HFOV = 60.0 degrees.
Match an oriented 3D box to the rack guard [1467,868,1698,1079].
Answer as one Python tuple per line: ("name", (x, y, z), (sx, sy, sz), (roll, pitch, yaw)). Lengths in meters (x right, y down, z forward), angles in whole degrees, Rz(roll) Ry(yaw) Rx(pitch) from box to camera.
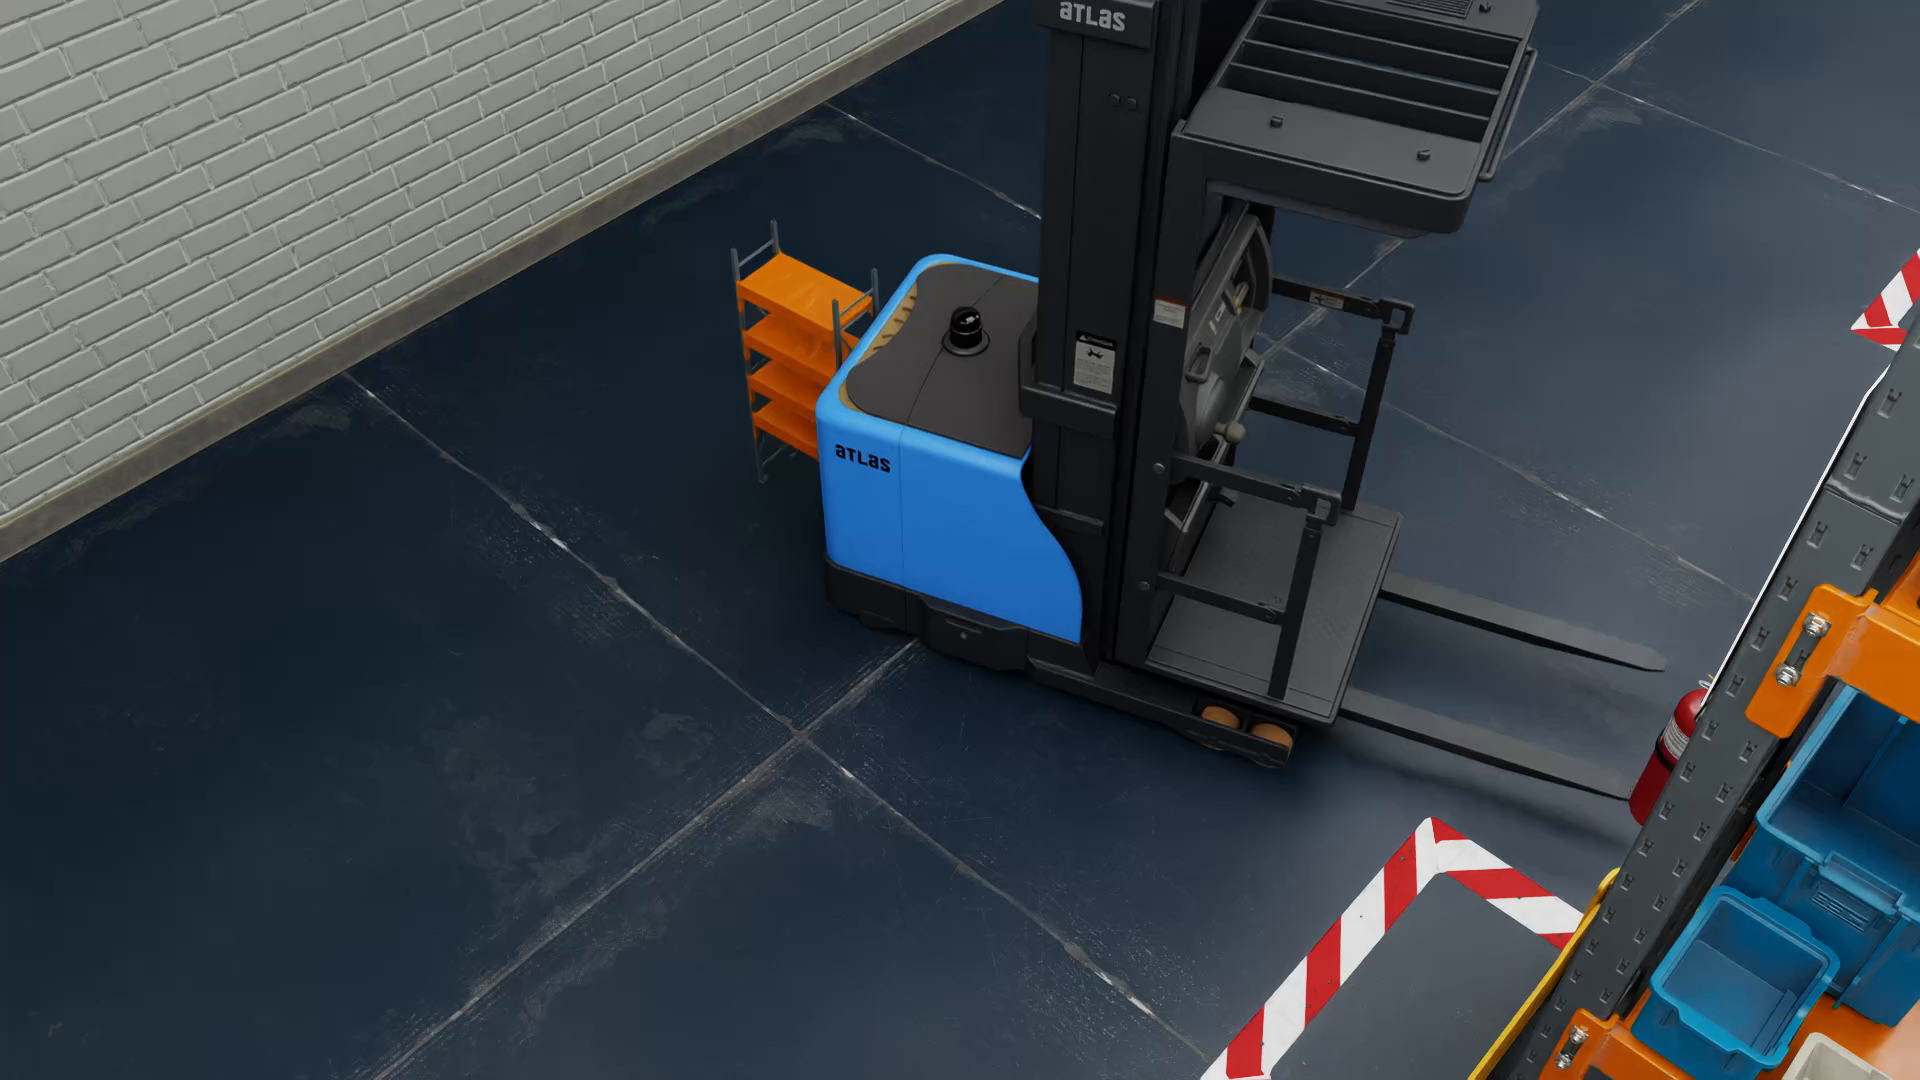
("rack guard", (1.767, 1.557, 4.945), (0.348, 0.500, 1.175), (34, 55, 28))

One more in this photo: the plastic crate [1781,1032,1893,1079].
("plastic crate", (1.932, 1.277, 3.633), (0.298, 0.136, 0.250), (34, 55, 28))

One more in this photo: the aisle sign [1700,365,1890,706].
("aisle sign", (1.540, -0.060, 2.966), (0.004, 0.787, 0.394), (34, 55, 28))

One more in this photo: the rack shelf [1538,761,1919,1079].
("rack shelf", (3.264, 1.941, 3.363), (4.000, 0.370, 1.077), (34, 55, 28))

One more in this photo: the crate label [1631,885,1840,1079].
("crate label", (1.752, 1.041, 3.788), (0.303, 0.233, 0.416), (34, 55, 28))

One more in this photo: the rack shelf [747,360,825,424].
("rack shelf", (-0.572, -0.566, 6.551), (0.480, 0.148, 0.258), (29, 53, 25))

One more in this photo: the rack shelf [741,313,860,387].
("rack shelf", (-0.572, -0.719, 6.388), (0.480, 0.148, 0.258), (29, 53, 25))

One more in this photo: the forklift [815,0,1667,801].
("forklift", (1.046, -0.629, 5.330), (3.031, 2.935, 1.130), (17, 49, 16))

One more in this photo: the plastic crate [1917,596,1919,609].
("plastic crate", (1.888, 0.064, 2.665), (0.590, 0.269, 0.497), (34, 55, 28))

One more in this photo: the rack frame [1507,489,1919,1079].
("rack frame", (1.794, 0.706, 4.029), (0.127, 3.000, 1.000), (34, 55, 28))

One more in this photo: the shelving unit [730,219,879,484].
("shelving unit", (-0.572, -0.612, 6.502), (0.503, 1.200, 0.258), (29, 53, 25))

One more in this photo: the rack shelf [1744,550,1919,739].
("rack shelf", (3.264, 0.915, 2.270), (4.000, 0.370, 1.077), (34, 55, 28))

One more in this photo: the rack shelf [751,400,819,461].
("rack shelf", (-0.572, -0.430, 6.696), (0.480, 0.148, 0.258), (29, 53, 25))

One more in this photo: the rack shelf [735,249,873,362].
("rack shelf", (-0.572, -0.881, 6.215), (0.480, 0.148, 0.258), (29, 53, 25))

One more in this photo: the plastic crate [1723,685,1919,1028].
("plastic crate", (2.167, 0.739, 3.933), (0.499, 0.435, 0.616), (34, 55, 28))

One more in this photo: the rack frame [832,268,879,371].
("rack frame", (-0.378, -0.504, 6.401), (0.015, 1.200, 0.240), (29, 53, 25))

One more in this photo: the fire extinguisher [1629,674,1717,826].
("fire extinguisher", (1.991, 0.542, 4.492), (0.183, 0.674, 0.296), (34, 55, 28))

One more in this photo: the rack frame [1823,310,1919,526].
("rack frame", (1.794, -1.347, 1.842), (0.127, 3.000, 1.000), (34, 55, 28))

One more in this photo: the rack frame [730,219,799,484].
("rack frame", (-0.766, -0.720, 6.603), (0.015, 1.200, 0.240), (29, 53, 25))
